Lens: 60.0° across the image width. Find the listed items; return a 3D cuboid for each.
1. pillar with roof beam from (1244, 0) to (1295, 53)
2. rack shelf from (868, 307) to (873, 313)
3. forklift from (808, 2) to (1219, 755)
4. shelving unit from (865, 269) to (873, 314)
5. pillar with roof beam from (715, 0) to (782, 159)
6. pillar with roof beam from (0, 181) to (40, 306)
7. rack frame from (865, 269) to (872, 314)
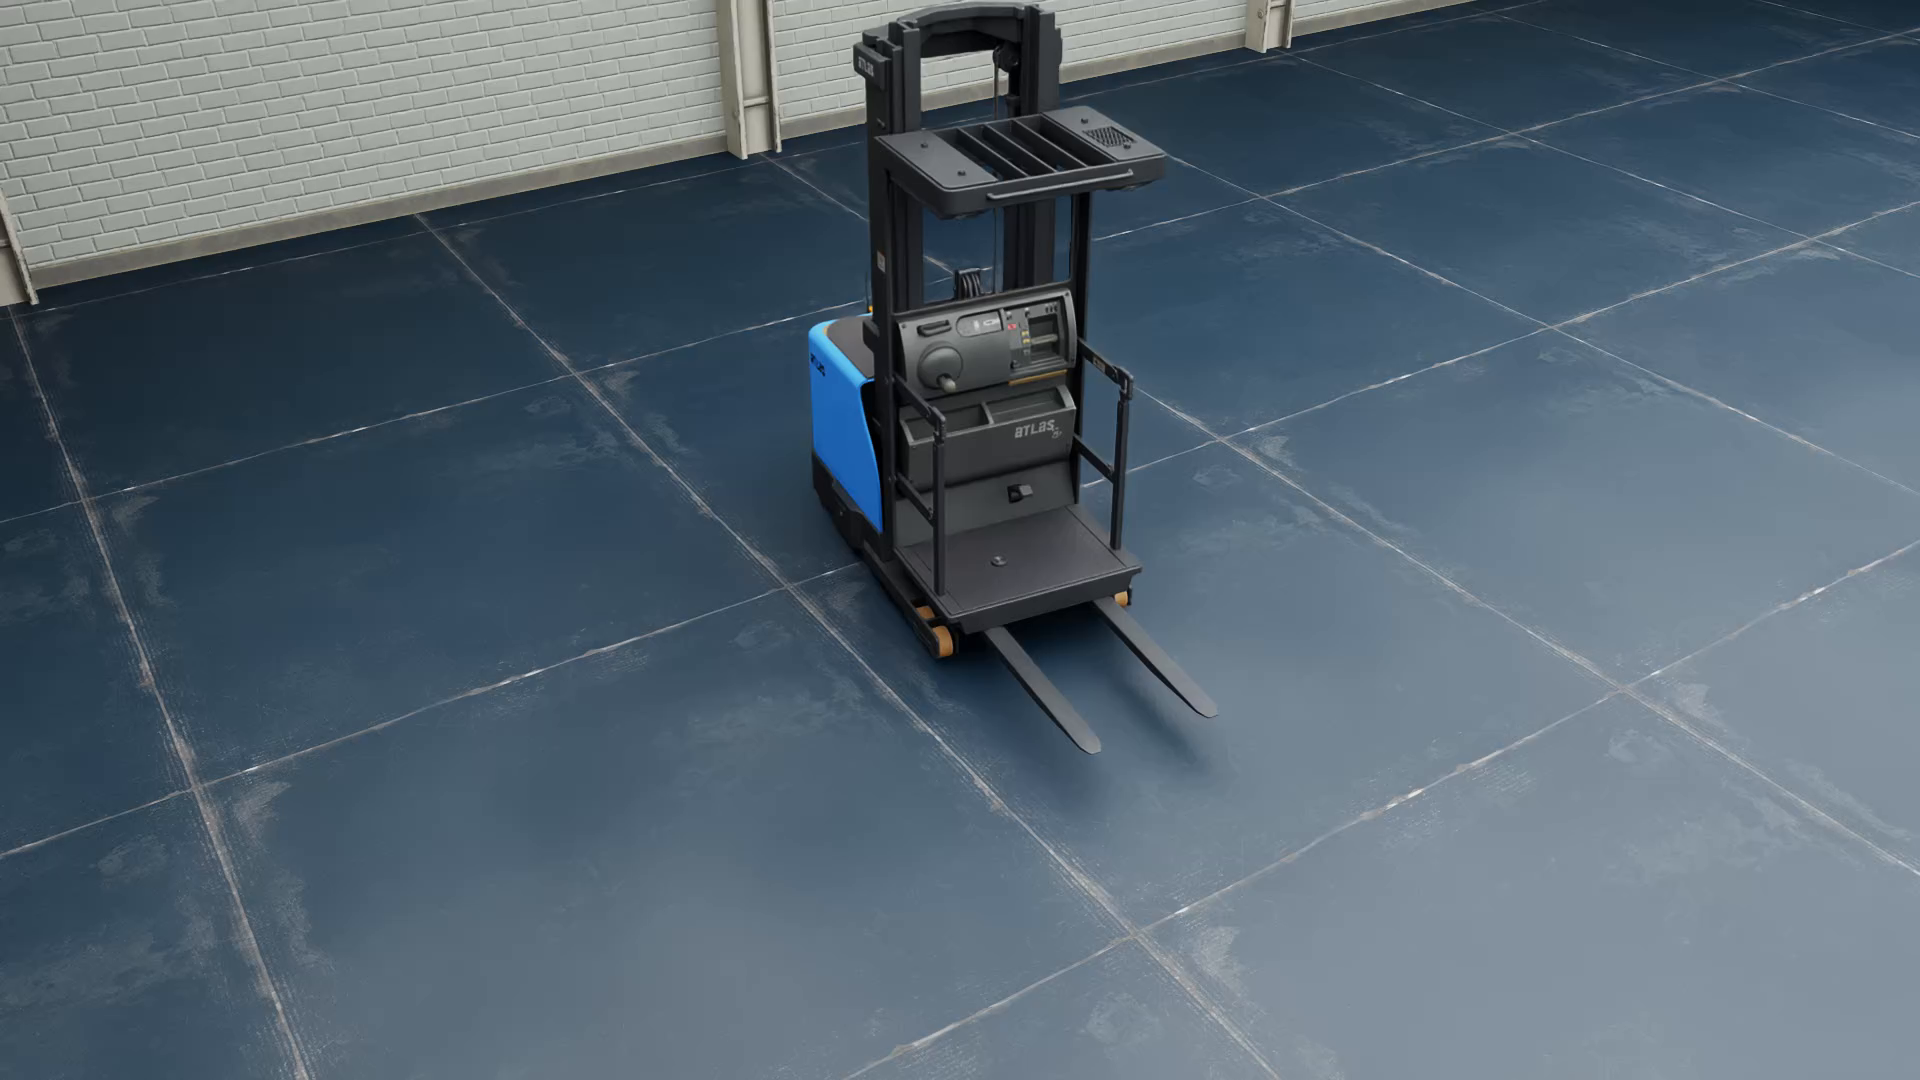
[{"bbox_3d":[5.554,-7.058,12.005,0.400,9.000,9.100,-19,37,-27],"label":"pillar with roof beam"},{"bbox_3d":[-0.402,-1.265,9.540,0.180,0.103,0.258,-15,35,-22],"label":"rack shelf"},{"bbox_3d":[0.235,-0.912,7.949,1.130,2.935,3.031,-14,35,-21],"label":"forklift"},{"bbox_3d":[-0.402,-0.998,9.708,0.189,1.200,0.258,-15,35,-22],"label":"shelving unit"},{"bbox_3d":[0.511,-5.324,9.255,0.400,9.000,9.100,-19,37,-27],"label":"pillar with roof beam"},{"bbox_3d":[-4.532,-3.590,6.506,0.400,9.000,9.100,-19,37,-27],"label":"pillar with roof beam"},{"bbox_3d":[-0.484,-0.977,9.673,0.006,1.200,0.240,-15,35,-22],"label":"rack frame"}]
